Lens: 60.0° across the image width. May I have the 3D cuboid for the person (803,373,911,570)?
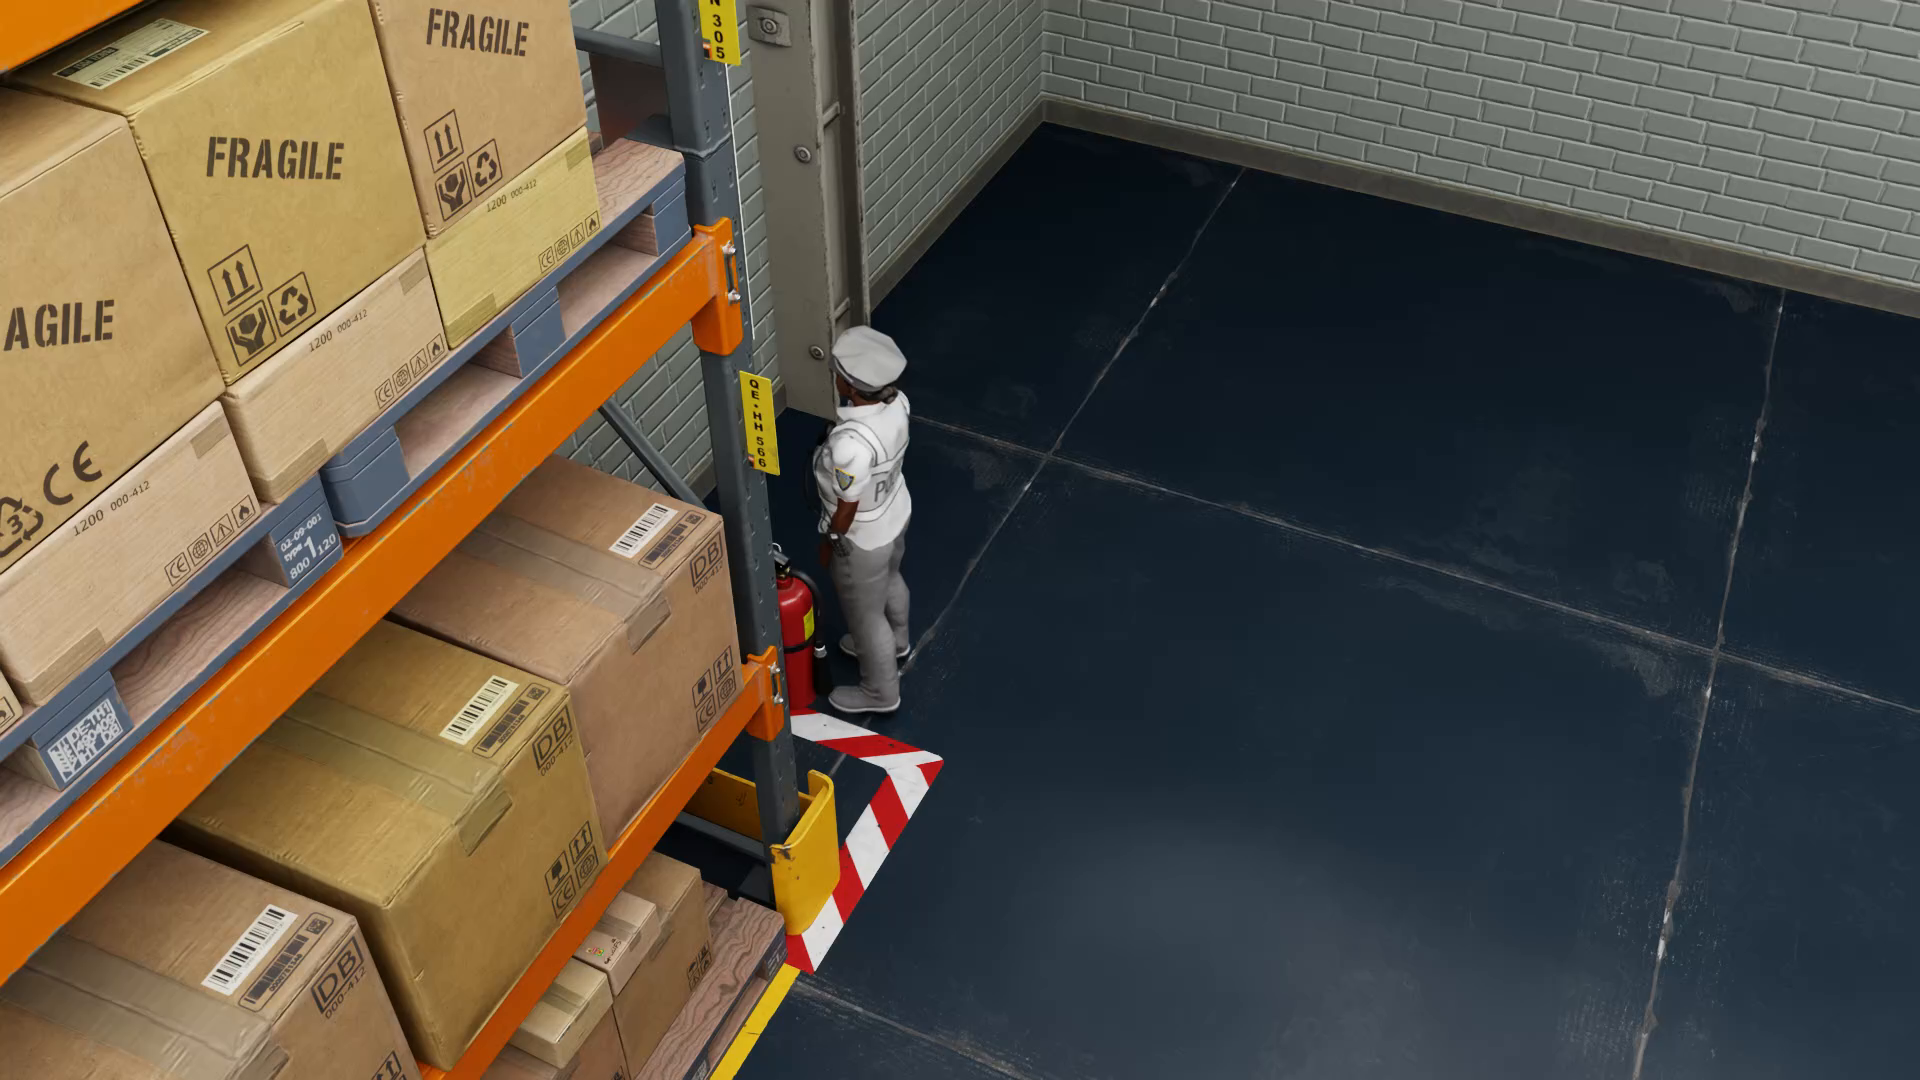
[{"bbox_3d":[-0.353,-0.295,5.970,0.333,0.991,0.447,13,44,14],"label":"person"}]
